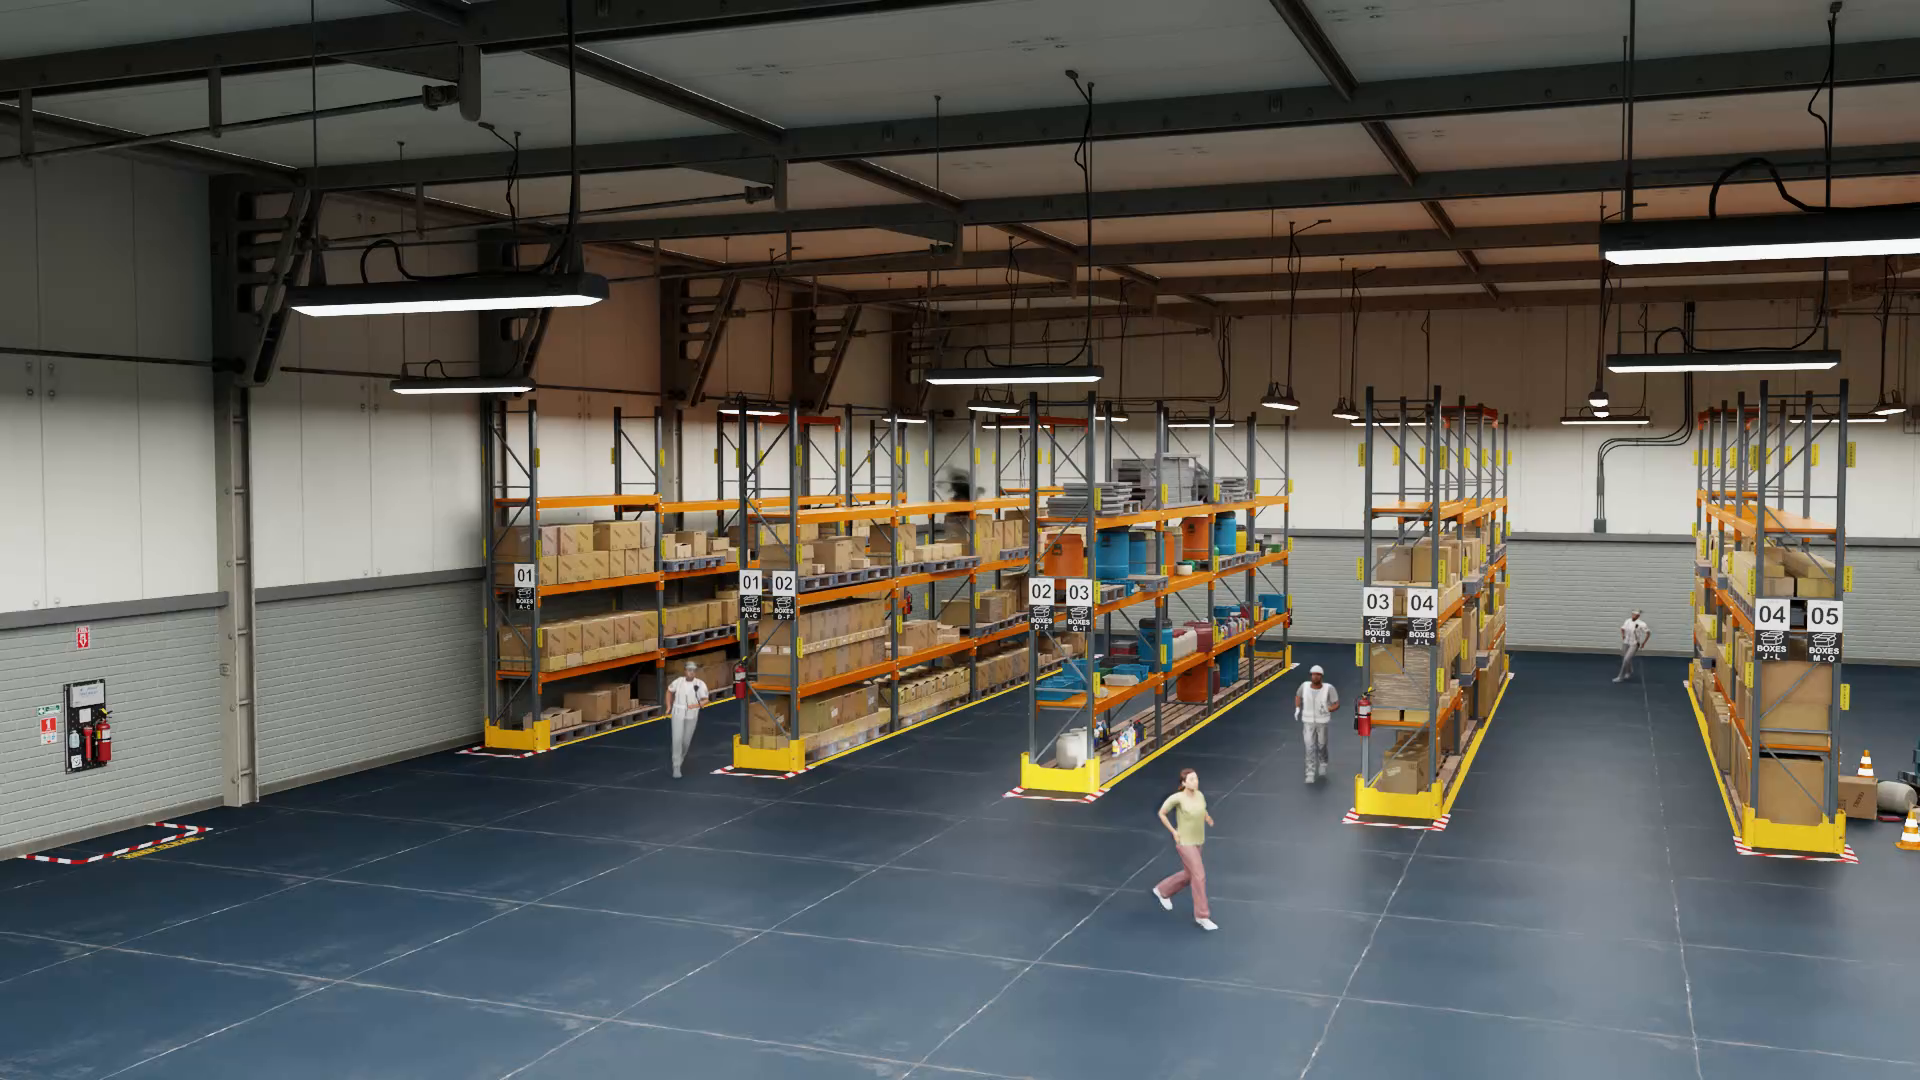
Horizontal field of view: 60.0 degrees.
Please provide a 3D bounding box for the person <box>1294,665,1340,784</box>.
[{"bbox_3d":[5.516,2.822,25.731,0.700,1.778,0.913,1,3,18],"label":"person"}]

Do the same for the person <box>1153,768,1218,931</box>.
[{"bbox_3d":[2.456,3.283,17.922,0.564,1.681,0.891,-2,4,-41],"label":"person"}]

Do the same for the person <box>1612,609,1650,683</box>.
[{"bbox_3d":[14.942,2.336,36.999,0.842,1.653,0.692,-2,4,-38],"label":"person"}]

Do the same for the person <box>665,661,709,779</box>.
[{"bbox_3d":[-4.322,2.813,26.368,0.678,1.778,0.884,-1,3,-12],"label":"person"}]
